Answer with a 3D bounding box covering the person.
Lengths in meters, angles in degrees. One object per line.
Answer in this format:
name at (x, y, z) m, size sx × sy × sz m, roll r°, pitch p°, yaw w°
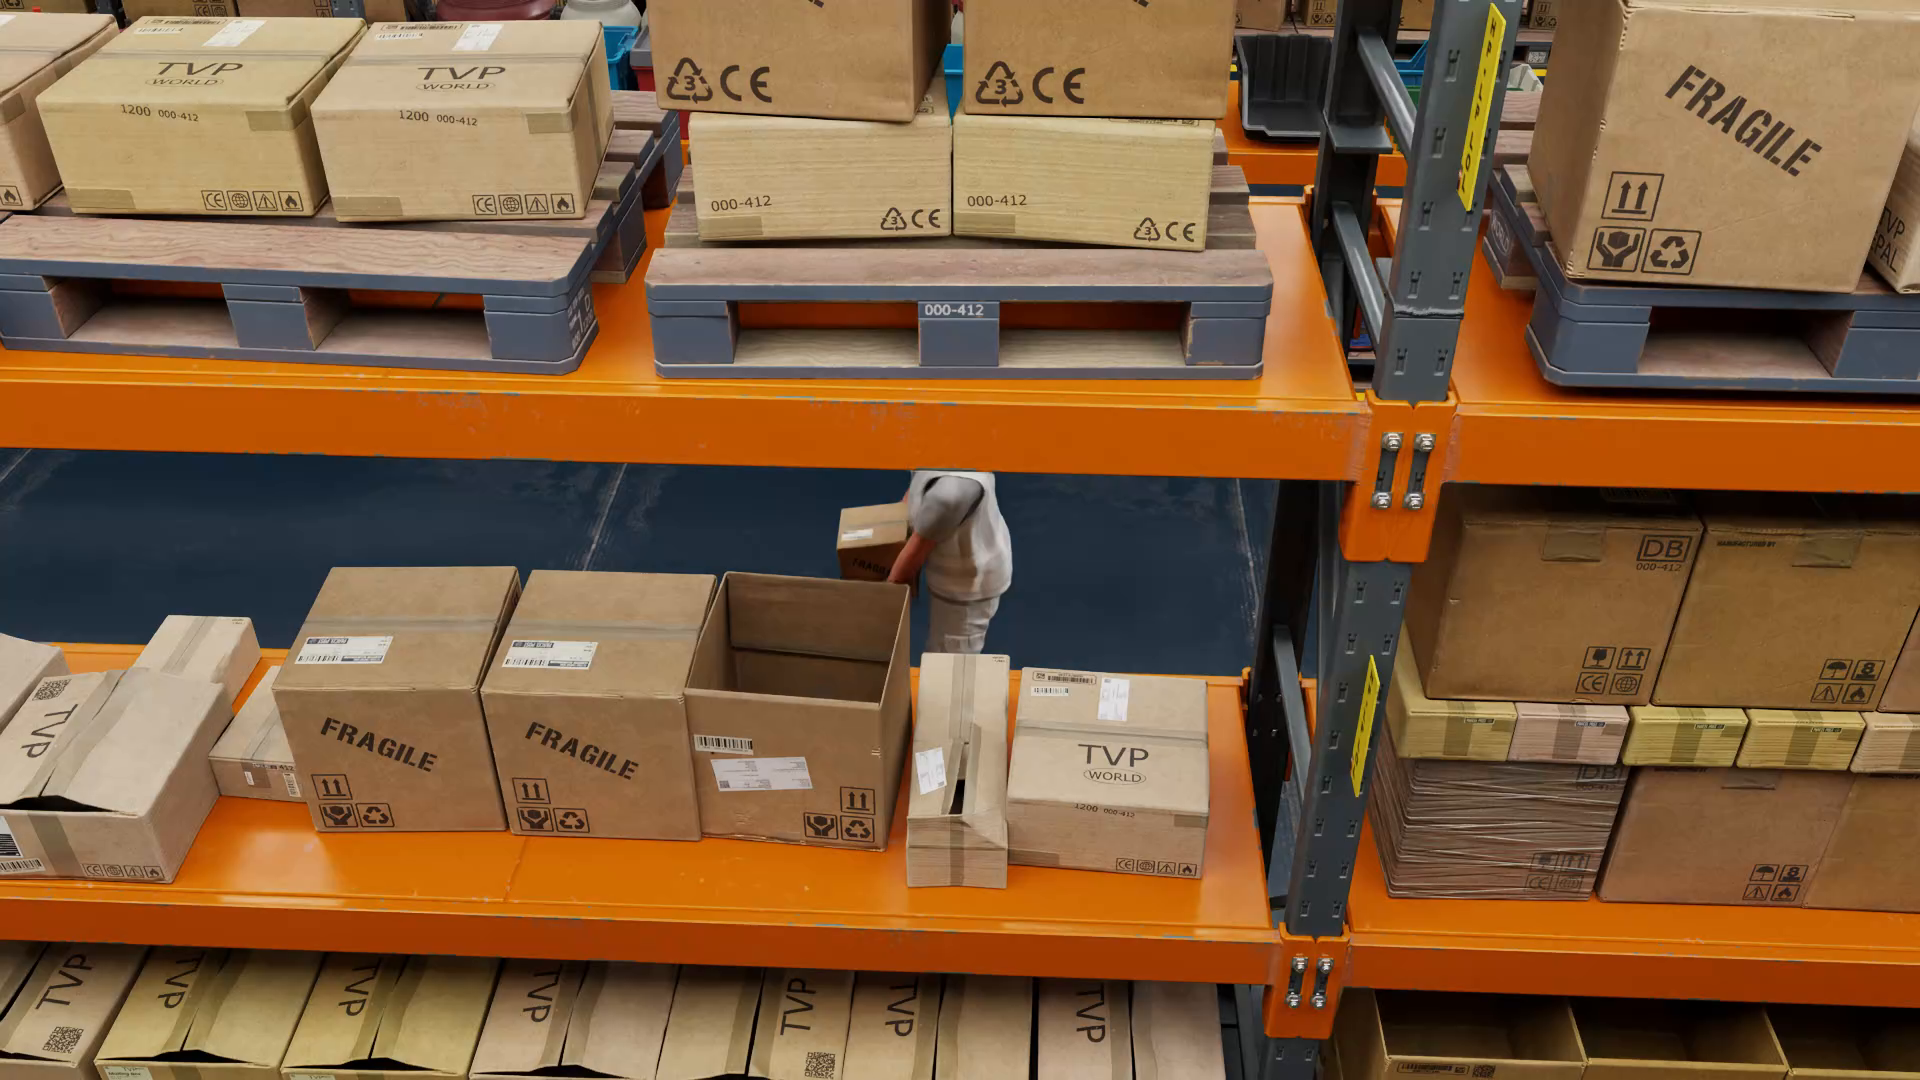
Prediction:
person at (-0.098, 0.135, 5.935) m, size 0.550 × 1.786 × 0.495 m, roll 1°, pitch 35°, yaw 1°
